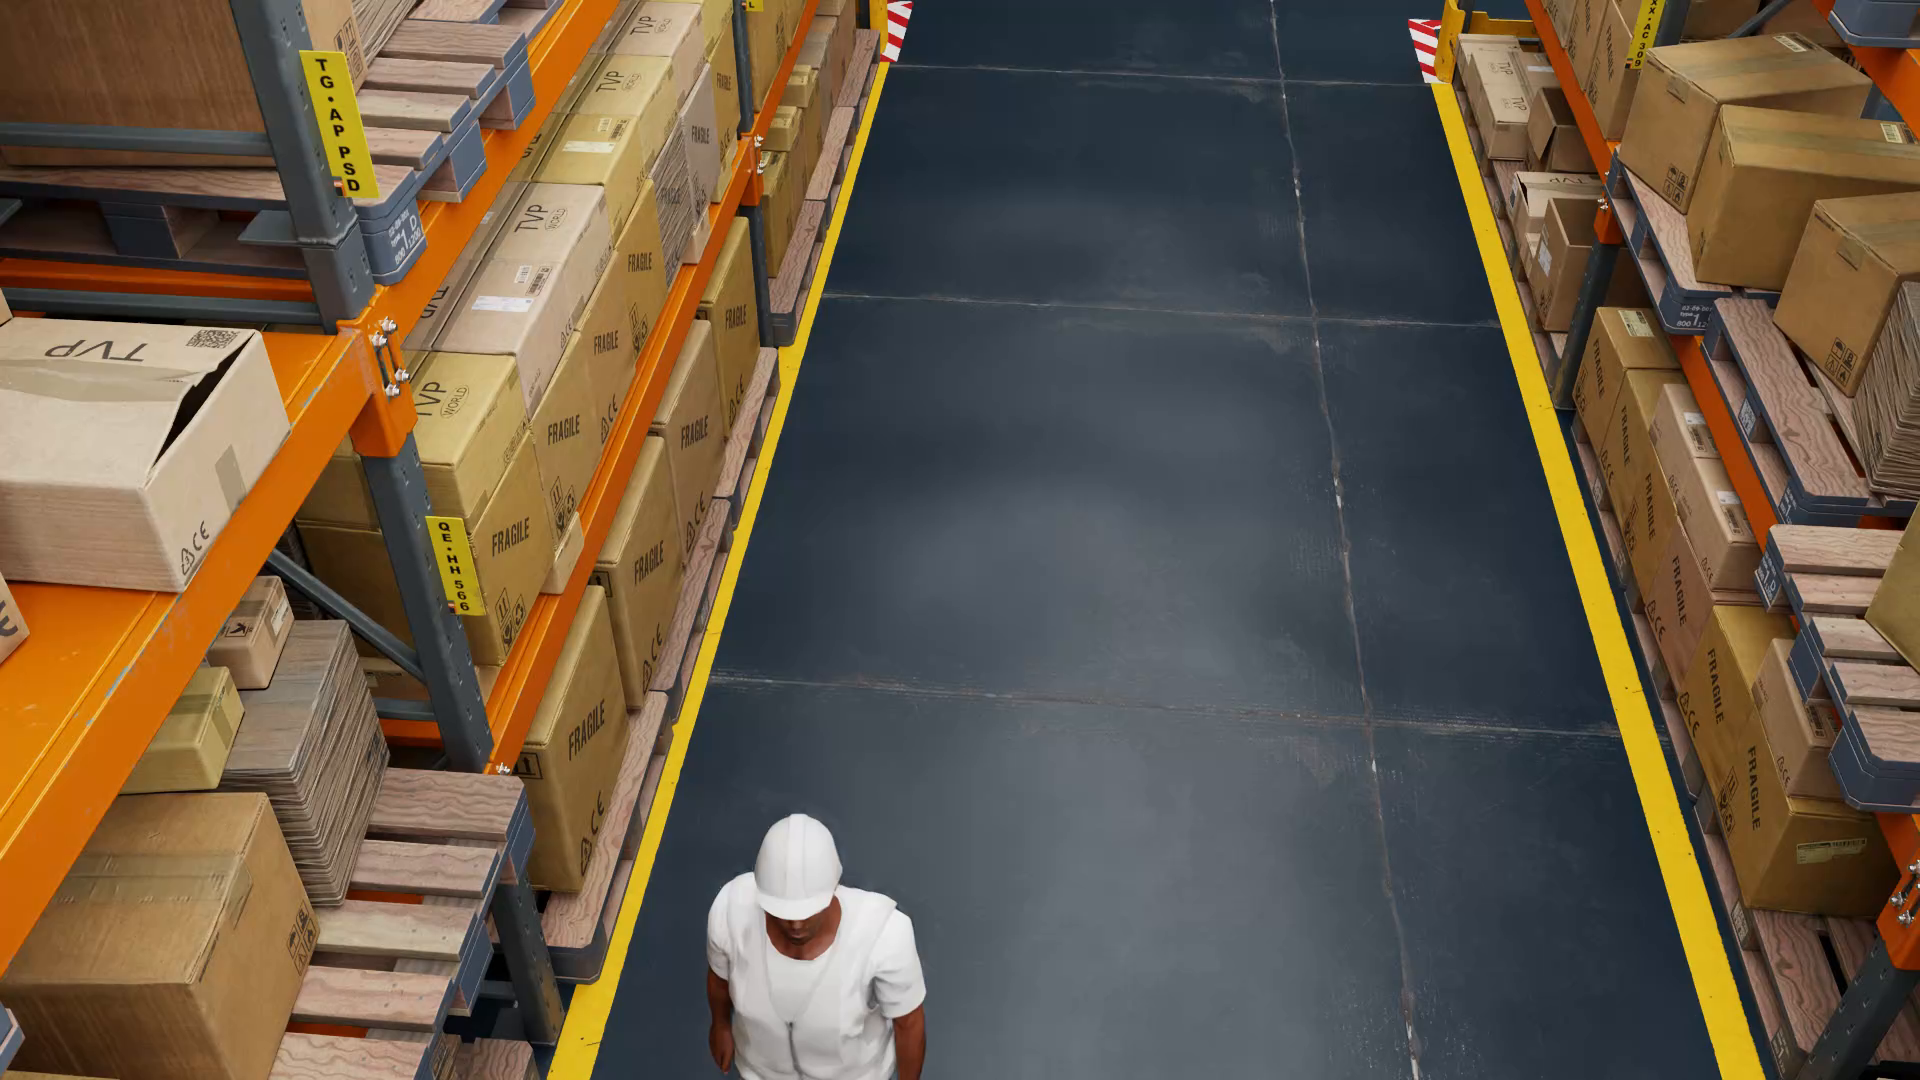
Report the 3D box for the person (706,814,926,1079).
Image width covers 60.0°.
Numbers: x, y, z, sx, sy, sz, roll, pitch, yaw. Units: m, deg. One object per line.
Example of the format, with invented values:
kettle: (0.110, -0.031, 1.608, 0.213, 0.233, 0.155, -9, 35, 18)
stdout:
person: (-0.398, 1.431, 4.414, 0.621, 1.808, 0.509, 4, 40, 5)
